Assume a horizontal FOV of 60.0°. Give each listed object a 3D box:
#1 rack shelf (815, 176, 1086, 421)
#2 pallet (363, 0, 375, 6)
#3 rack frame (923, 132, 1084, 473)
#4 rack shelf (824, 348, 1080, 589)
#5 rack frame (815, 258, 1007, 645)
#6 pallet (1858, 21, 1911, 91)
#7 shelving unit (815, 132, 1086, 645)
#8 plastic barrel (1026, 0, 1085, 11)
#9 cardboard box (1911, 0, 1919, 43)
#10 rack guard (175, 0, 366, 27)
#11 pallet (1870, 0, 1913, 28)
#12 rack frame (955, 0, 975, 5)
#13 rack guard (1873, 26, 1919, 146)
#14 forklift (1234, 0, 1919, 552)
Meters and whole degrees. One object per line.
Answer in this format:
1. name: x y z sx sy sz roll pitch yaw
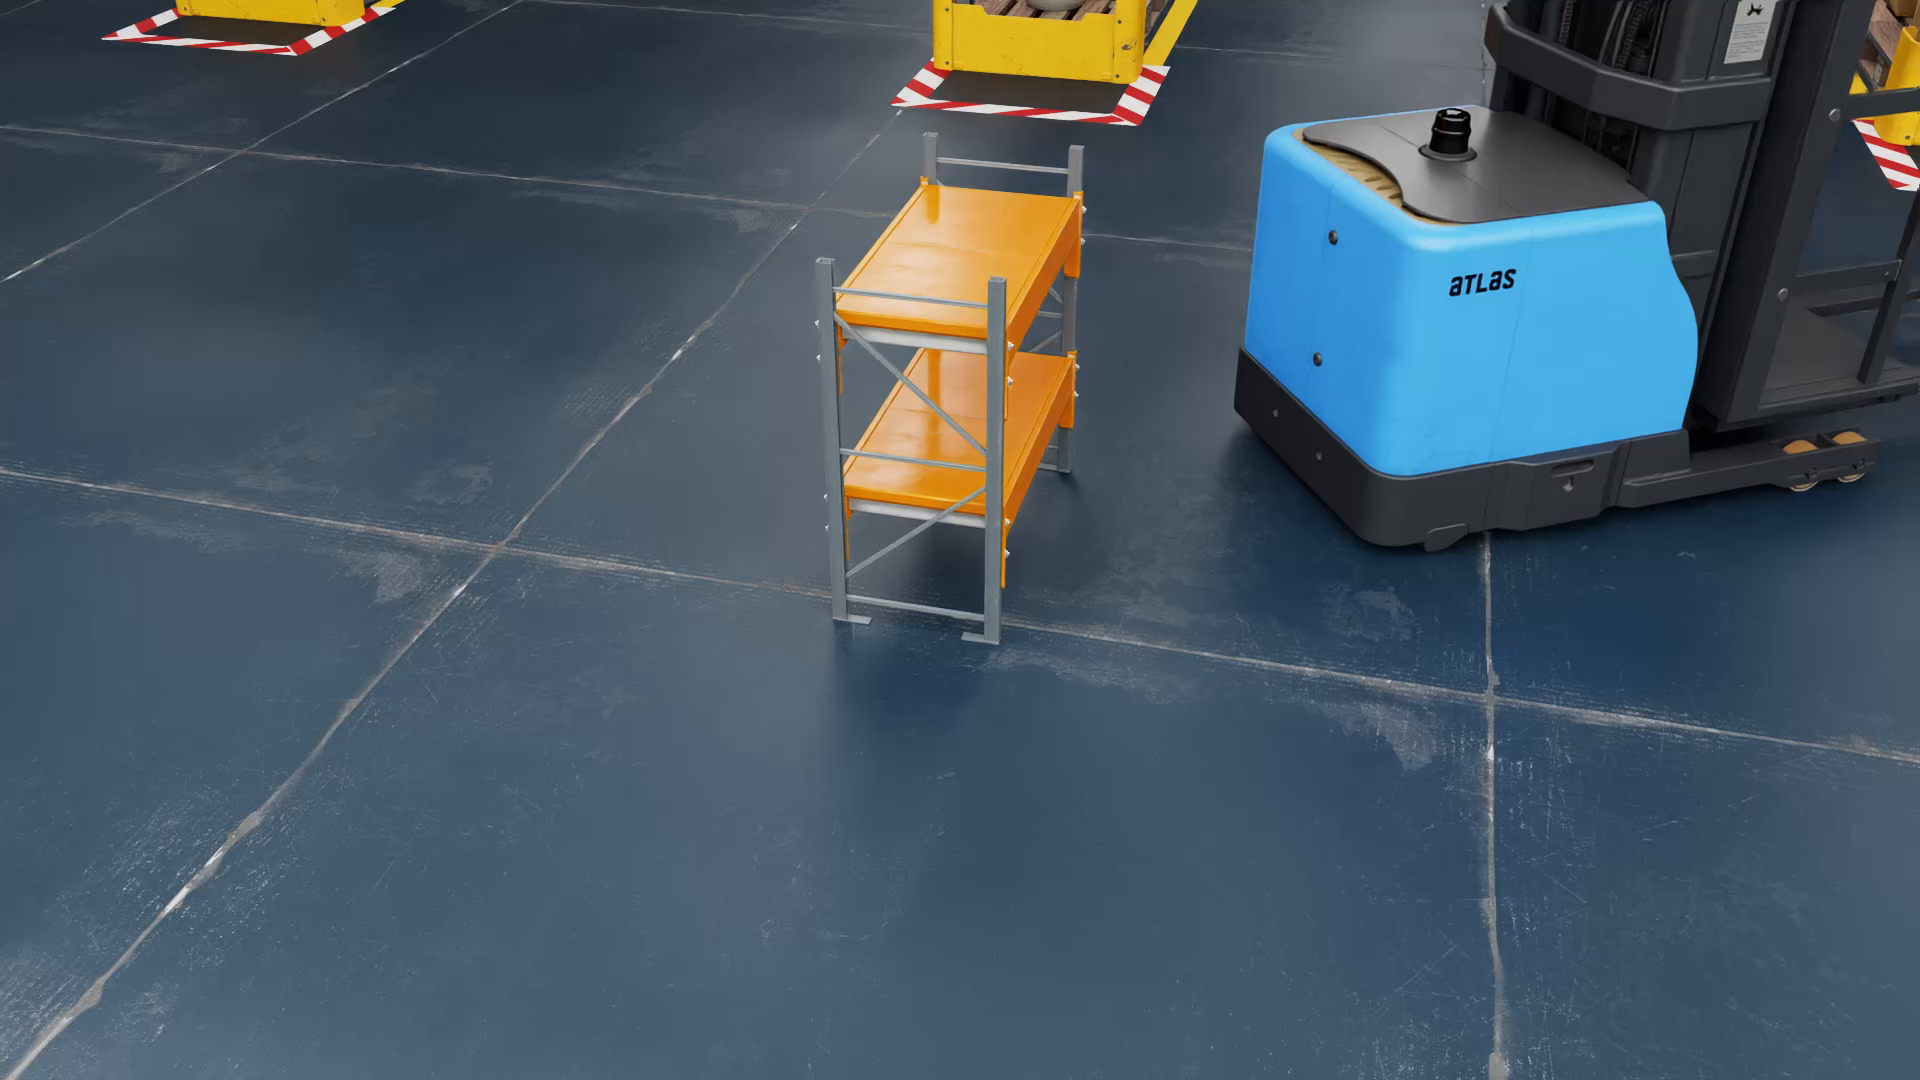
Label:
1. rack shelf: 0.002 -0.725 4.797 0.538 0.278 1.000 8 33 12
2. pallet: -4.168 -3.816 11.056 1.003 0.211 1.213 8 33 12
3. rack frame: 0.131 -0.742 5.369 0.500 1.125 0.032 8 33 12
4. rack shelf: 0.002 -0.272 5.085 0.538 0.278 1.000 8 33 12
5. rack frame: -0.127 -0.214 4.539 0.500 1.125 0.032 8 33 12
6. pallet: 5.519 -2.519 9.015 1.003 0.211 1.213 8 33 12
7. shelving unit: 0.002 -0.478 4.954 0.538 1.125 1.048 8 33 12
8. plastic barrel: 0.562 -3.393 9.719 0.421 0.512 0.421 0 32 0
9. cardboard box: 5.553 -2.998 9.109 0.500 0.500 0.500 17 36 25
10. rack guard: -4.327 -3.523 10.325 1.175 0.500 0.348 8 33 12
11. pallet: 5.831 -3.150 10.008 1.003 0.211 1.213 8 33 12
12. rack frame: 0.469 -3.914 8.610 1.000 3.000 0.127 8 33 12
13. rack guard: 5.279 -2.224 8.282 1.175 0.500 0.348 8 33 12
14. forklift: 2.537 -1.657 5.124 3.031 2.935 1.130 -10 34 -15
